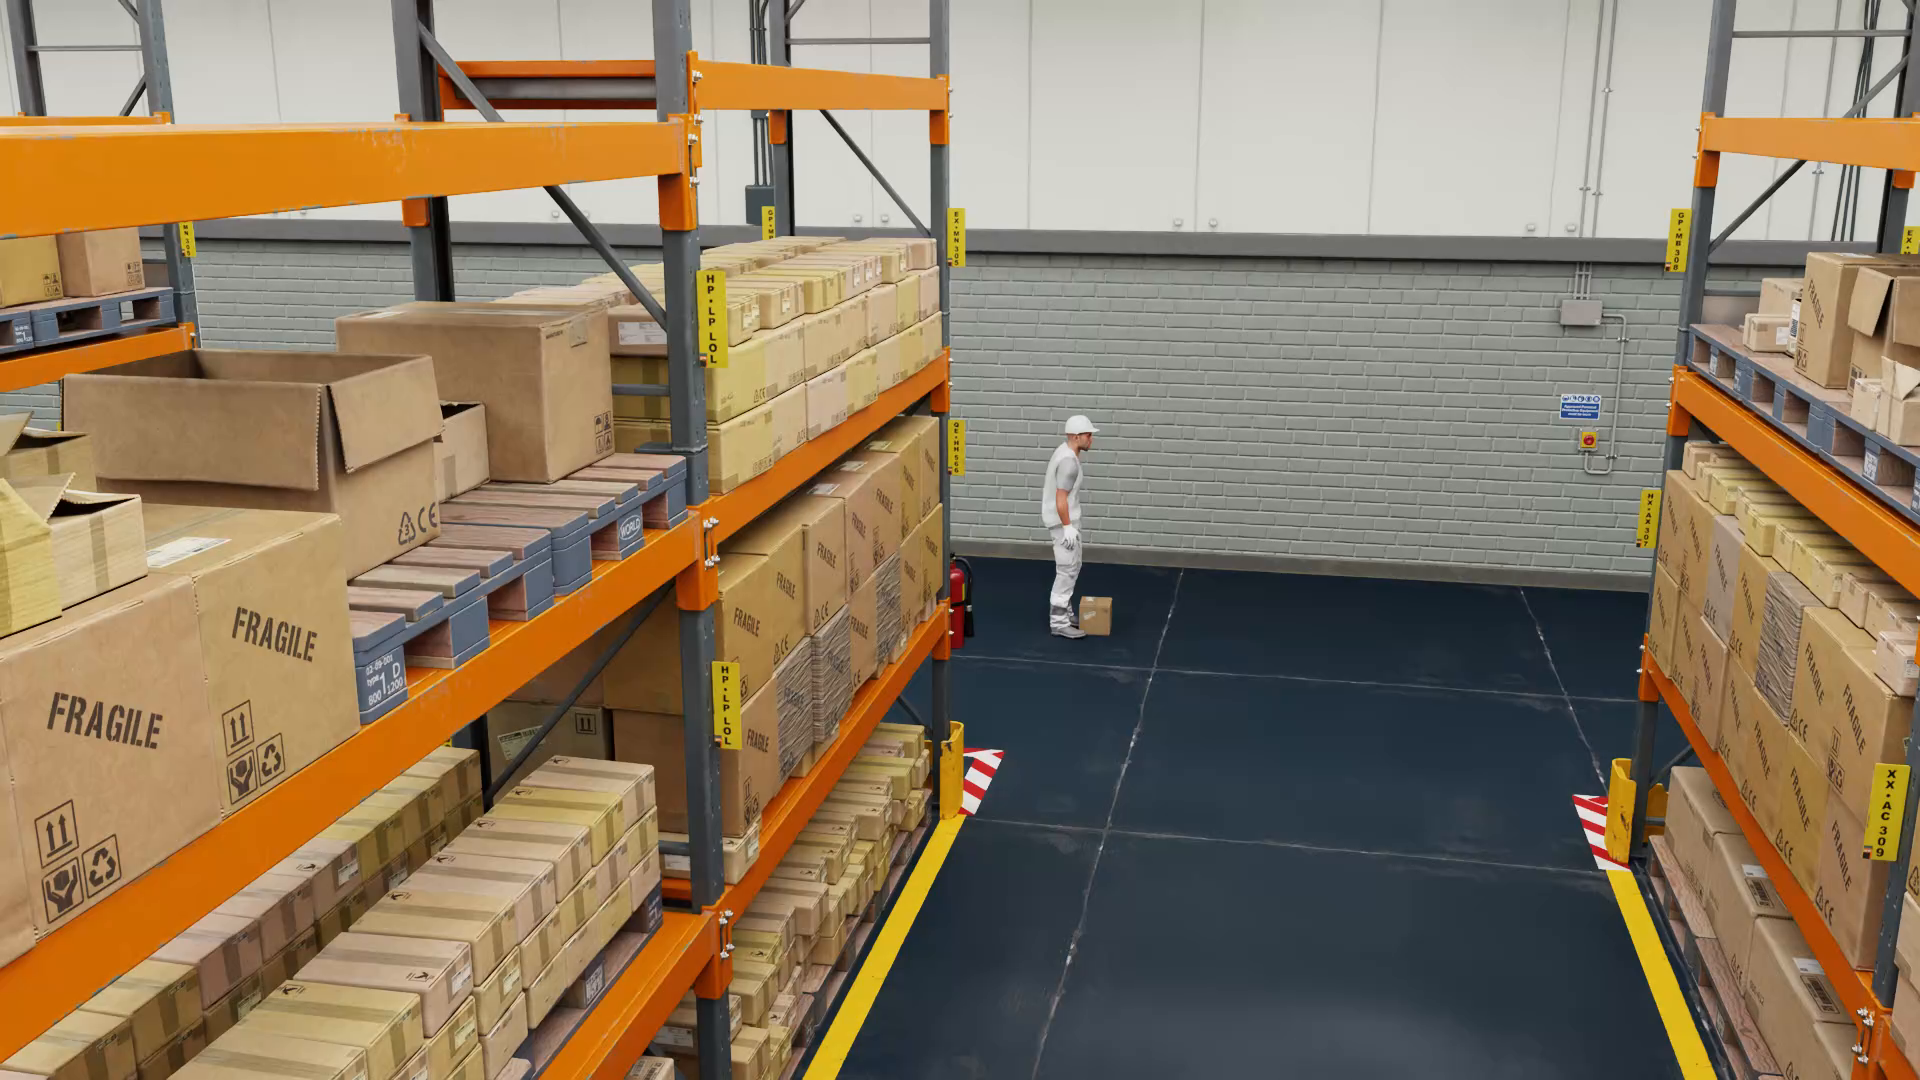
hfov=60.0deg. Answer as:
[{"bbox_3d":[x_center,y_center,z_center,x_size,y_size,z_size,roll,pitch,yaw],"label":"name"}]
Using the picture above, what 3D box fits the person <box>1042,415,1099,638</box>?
[{"bbox_3d":[0.890,-0.130,13.482,0.451,1.779,0.618,2,15,8],"label":"person"}]
